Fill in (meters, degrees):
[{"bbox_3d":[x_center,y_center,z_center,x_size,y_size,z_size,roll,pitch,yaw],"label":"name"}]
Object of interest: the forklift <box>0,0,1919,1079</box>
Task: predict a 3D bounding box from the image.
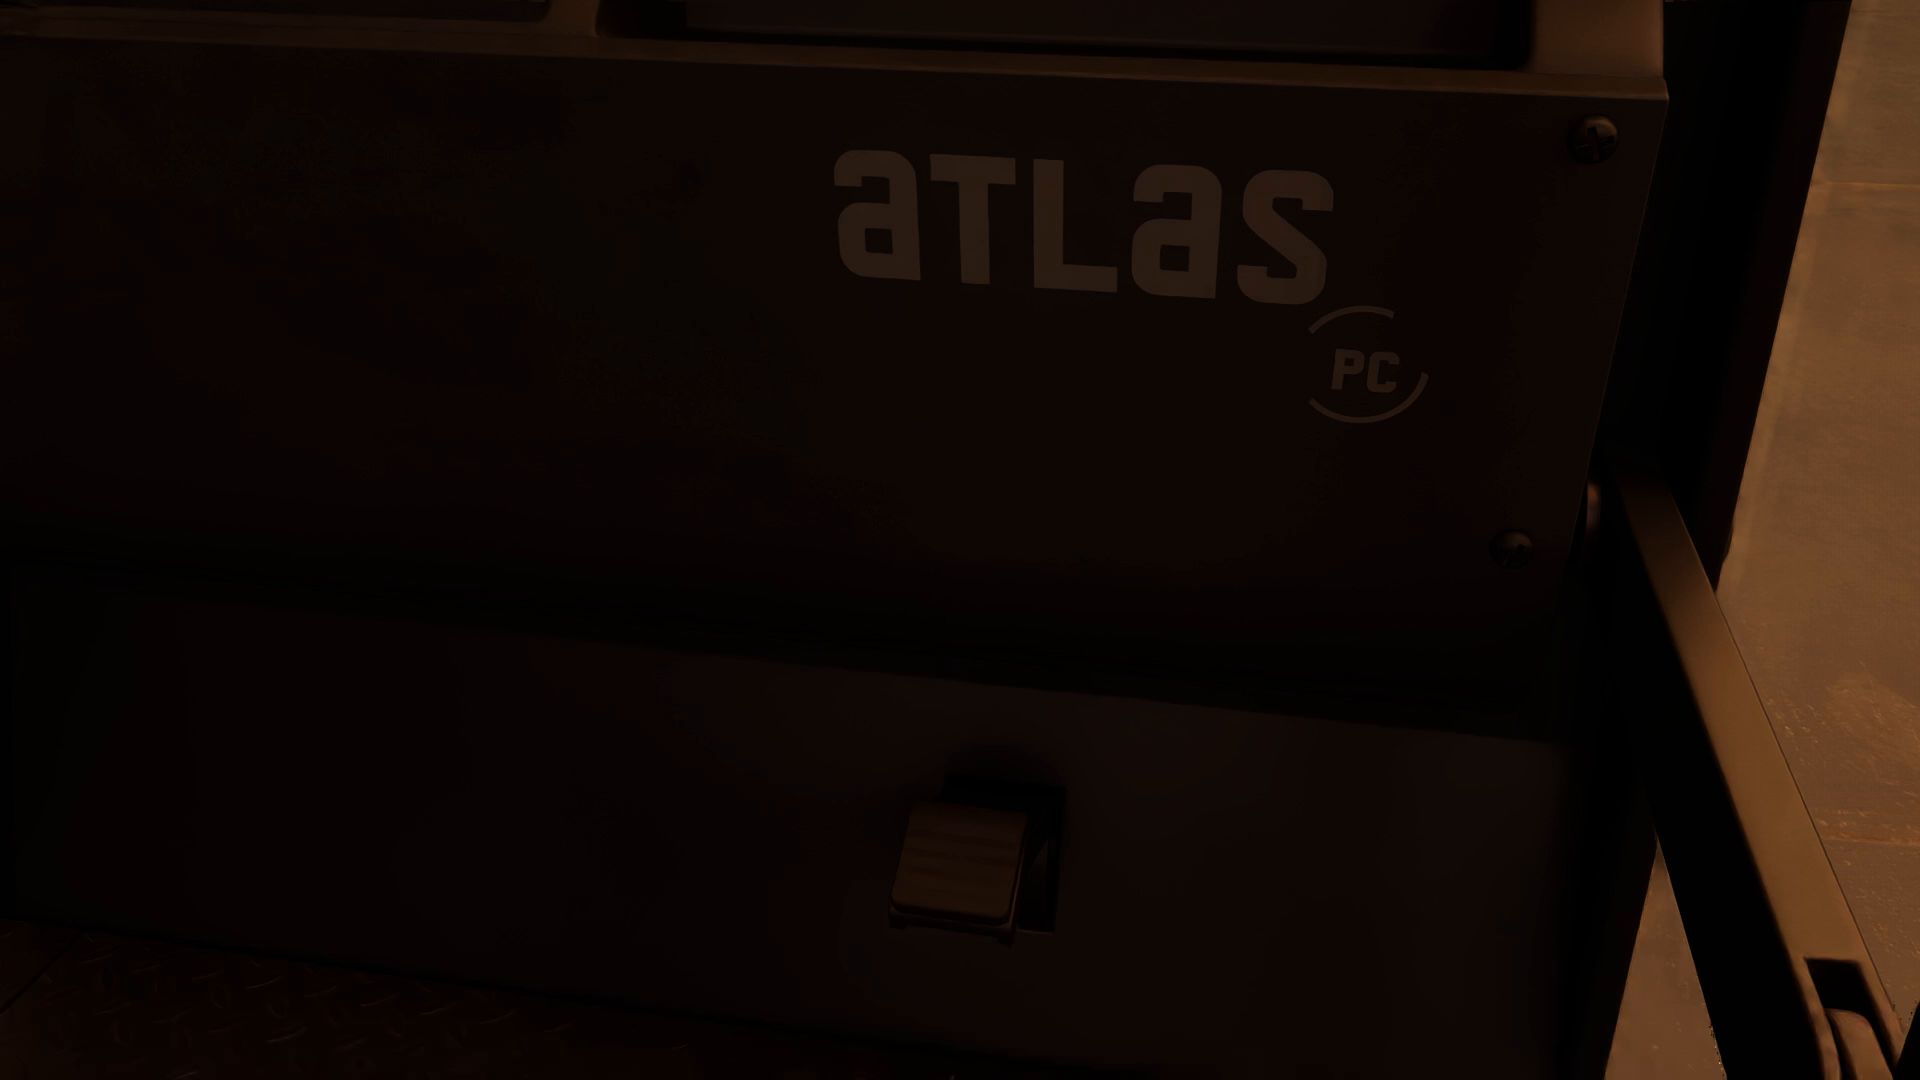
[{"bbox_3d":[-0.200,-0.591,0.401,1.130,2.935,3.031,5,27,10],"label":"forklift"}]
